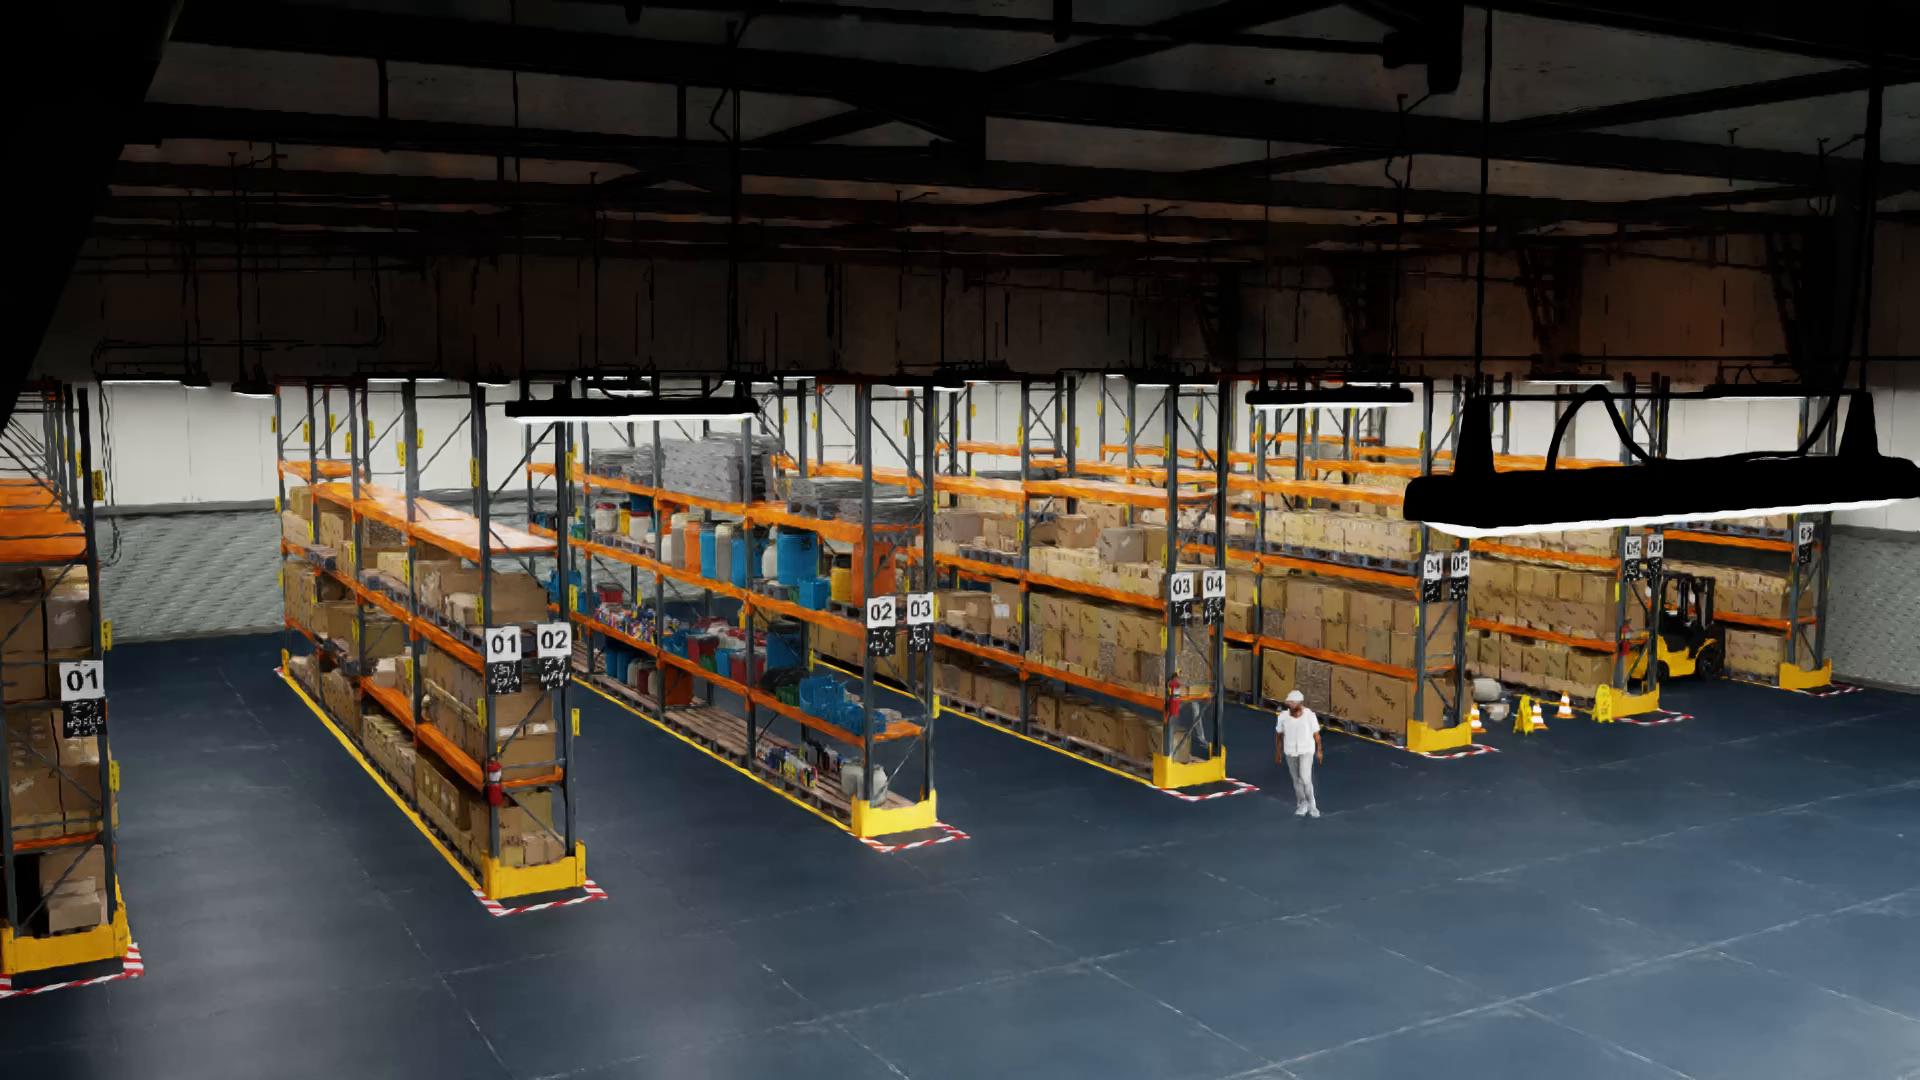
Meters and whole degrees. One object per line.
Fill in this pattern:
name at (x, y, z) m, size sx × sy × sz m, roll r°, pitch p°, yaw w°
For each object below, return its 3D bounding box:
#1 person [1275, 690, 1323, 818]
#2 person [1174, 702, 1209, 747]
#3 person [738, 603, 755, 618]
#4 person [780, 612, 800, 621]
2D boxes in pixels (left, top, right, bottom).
person at (4.689, 2.936, 22.975) m, size 0.660 × 1.752 × 0.488 m, roll 3°, pitch 7°, yaw 27°
person at (3.693, 2.552, 27.141) m, size 0.496 × 1.583 × 1.072 m, roll -3°, pitch 7°, yaw -28°
person at (-5.079, 1.121, 40.163) m, size 0.571 × 1.657 × 0.559 m, roll 3°, pitch 7°, yaw 23°
person at (-3.310, 1.876, 33.189) m, size 0.543 × 1.644 × 1.119 m, roll -4°, pitch 7°, yaw -32°
